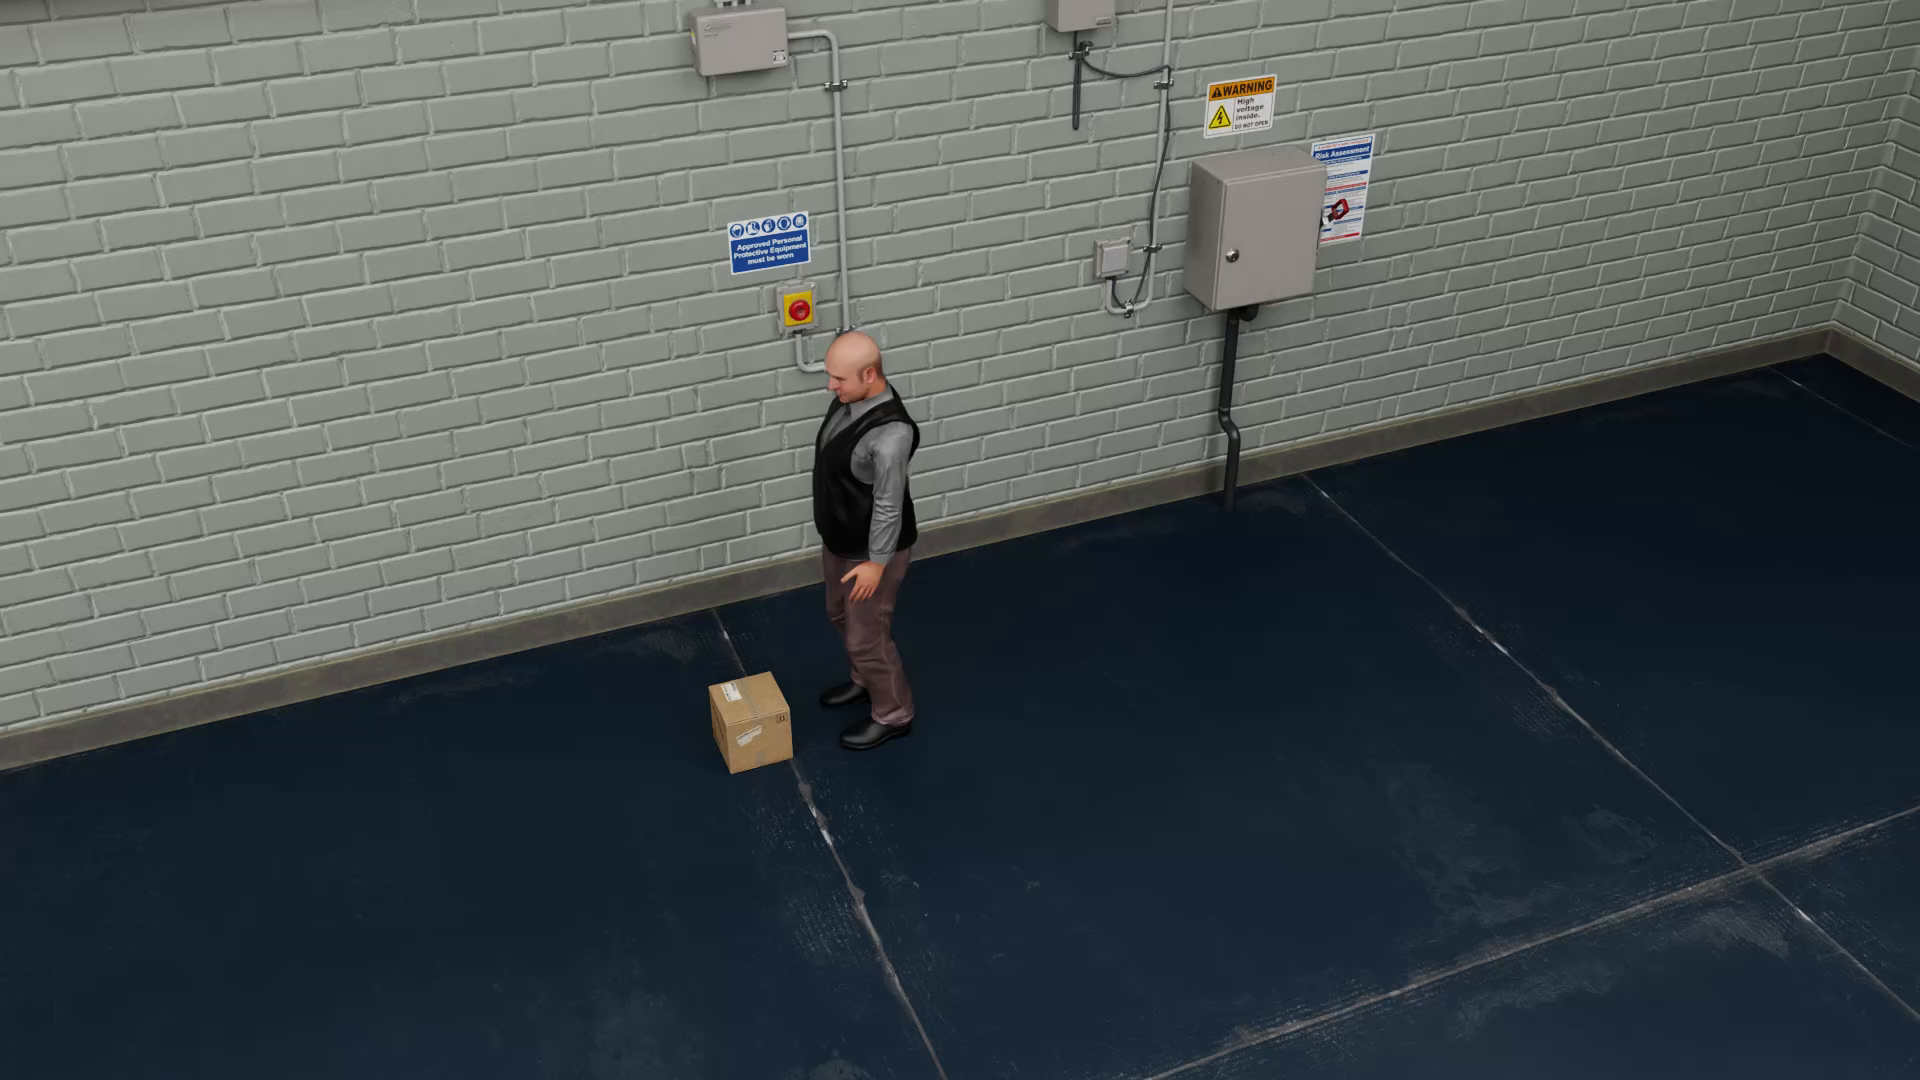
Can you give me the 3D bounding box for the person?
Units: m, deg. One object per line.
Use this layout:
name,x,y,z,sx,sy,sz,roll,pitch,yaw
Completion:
person,-0.348,0.008,6.167,0.353,1.714,0.535,-12,35,-18
